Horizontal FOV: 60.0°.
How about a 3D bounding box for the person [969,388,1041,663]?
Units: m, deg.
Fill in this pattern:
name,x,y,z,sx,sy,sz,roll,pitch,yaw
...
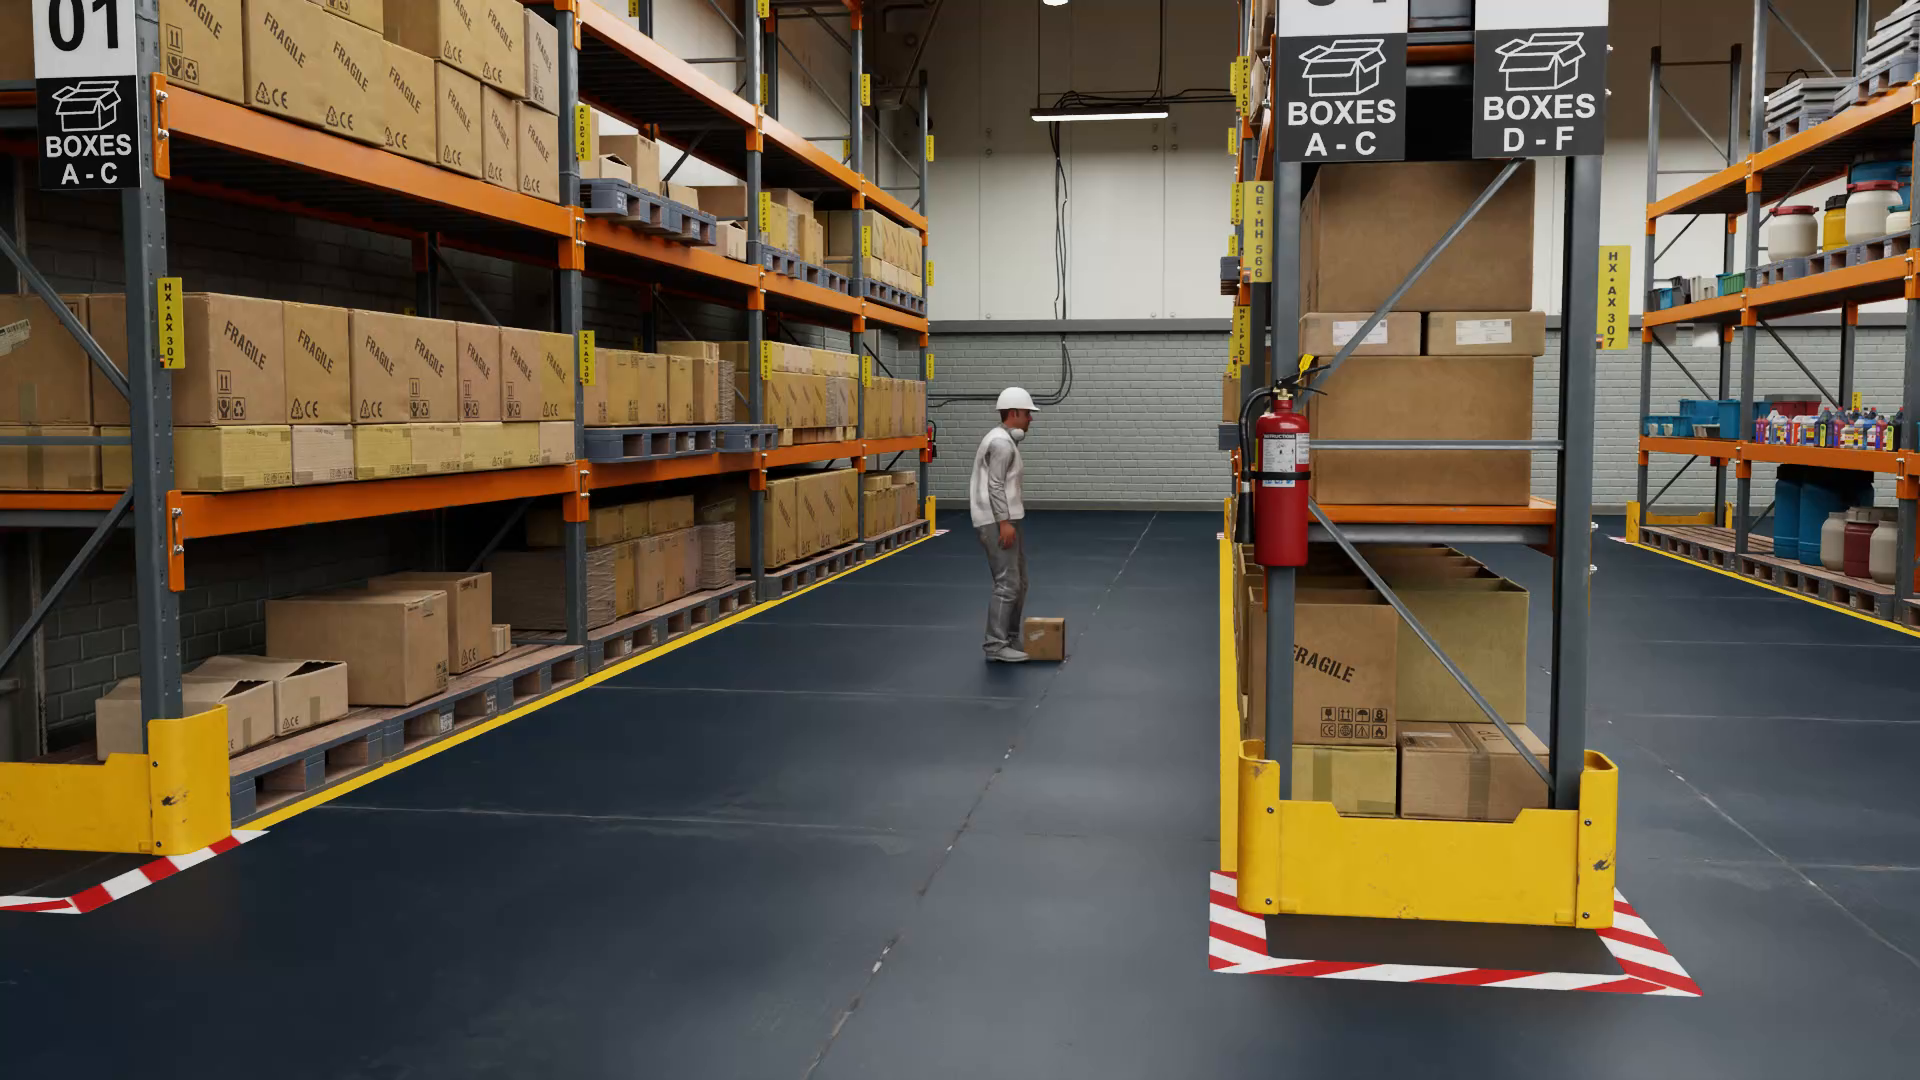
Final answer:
name,x,y,z,sx,sy,sz,roll,pitch,yaw
person,0.299,-0.111,10.902,0.476,1.769,0.580,0,4,6
